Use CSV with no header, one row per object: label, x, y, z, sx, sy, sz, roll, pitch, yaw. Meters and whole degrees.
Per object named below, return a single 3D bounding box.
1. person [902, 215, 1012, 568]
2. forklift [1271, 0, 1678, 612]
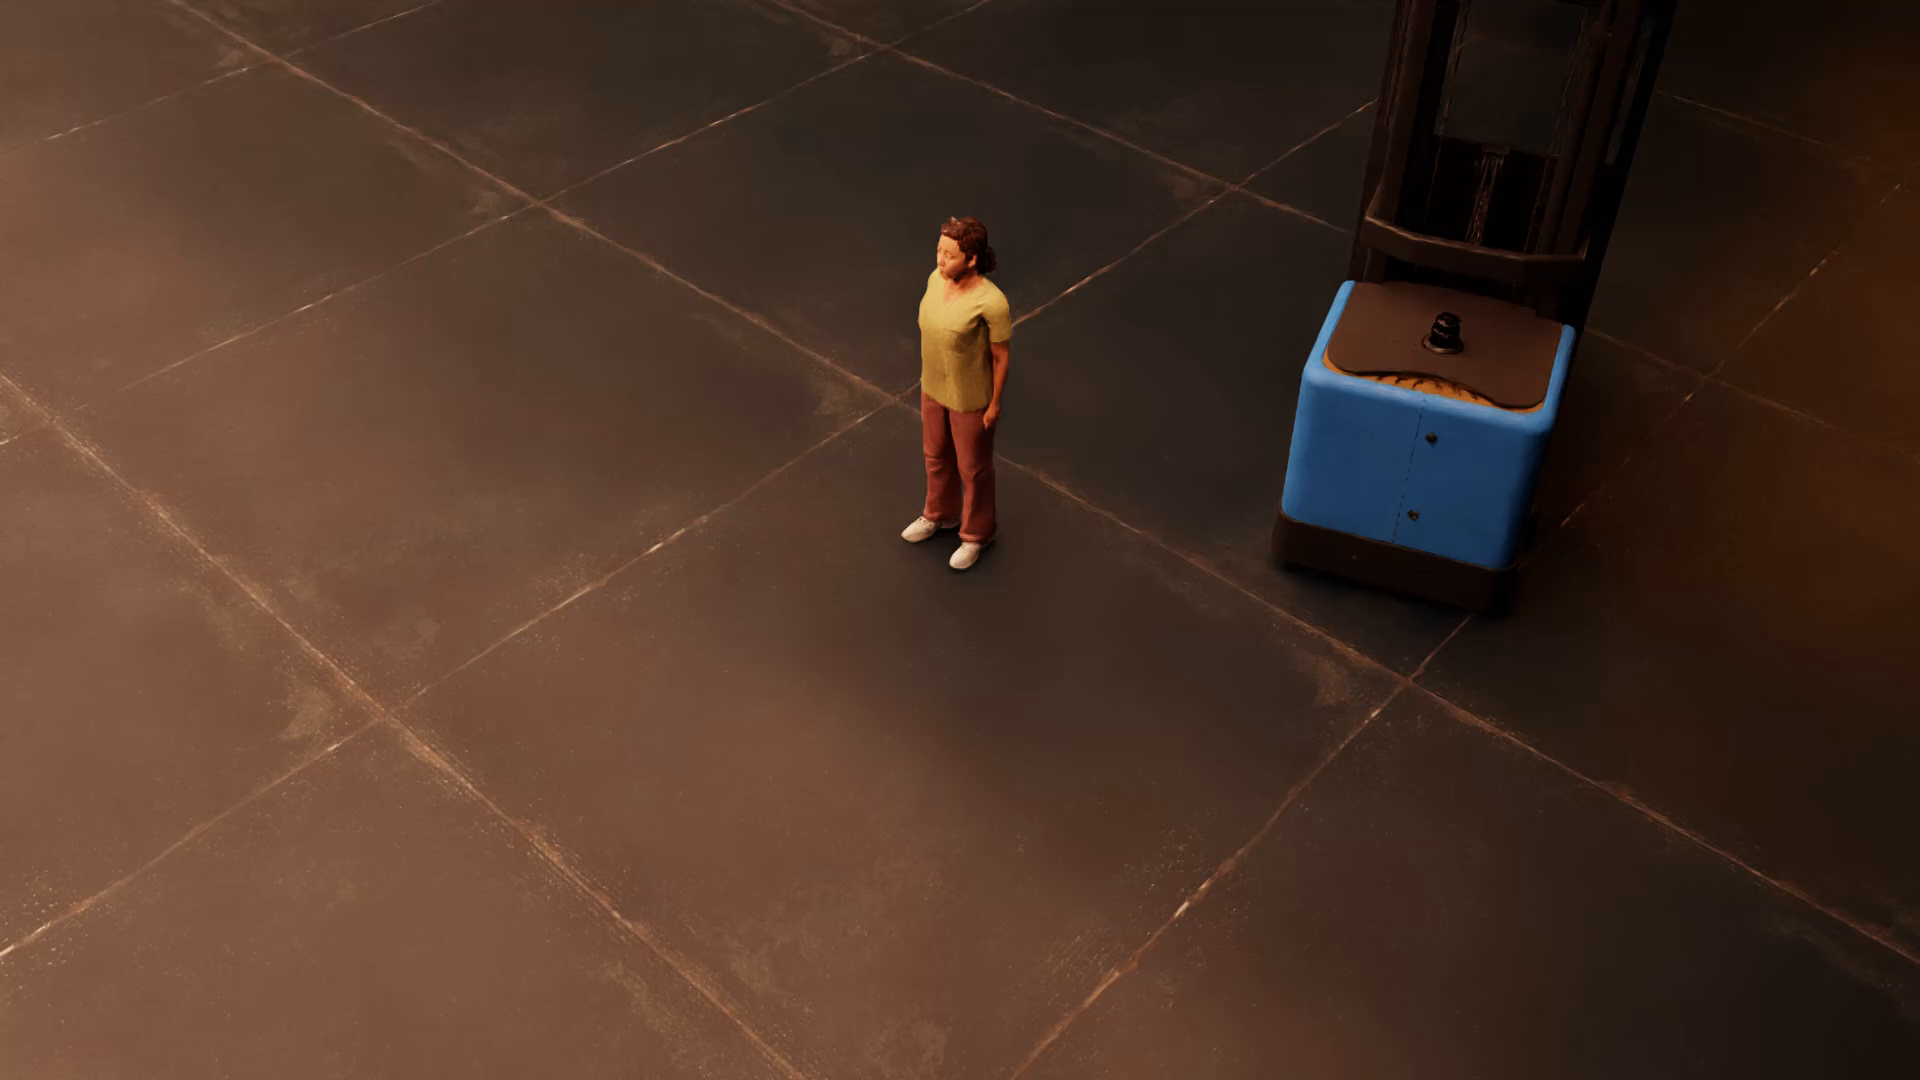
person,-0.004,-0.630,7.129,0.429,1.673,0.365,31,49,31
forklift,2.441,-1.764,7.485,1.130,2.935,3.031,15,43,17
